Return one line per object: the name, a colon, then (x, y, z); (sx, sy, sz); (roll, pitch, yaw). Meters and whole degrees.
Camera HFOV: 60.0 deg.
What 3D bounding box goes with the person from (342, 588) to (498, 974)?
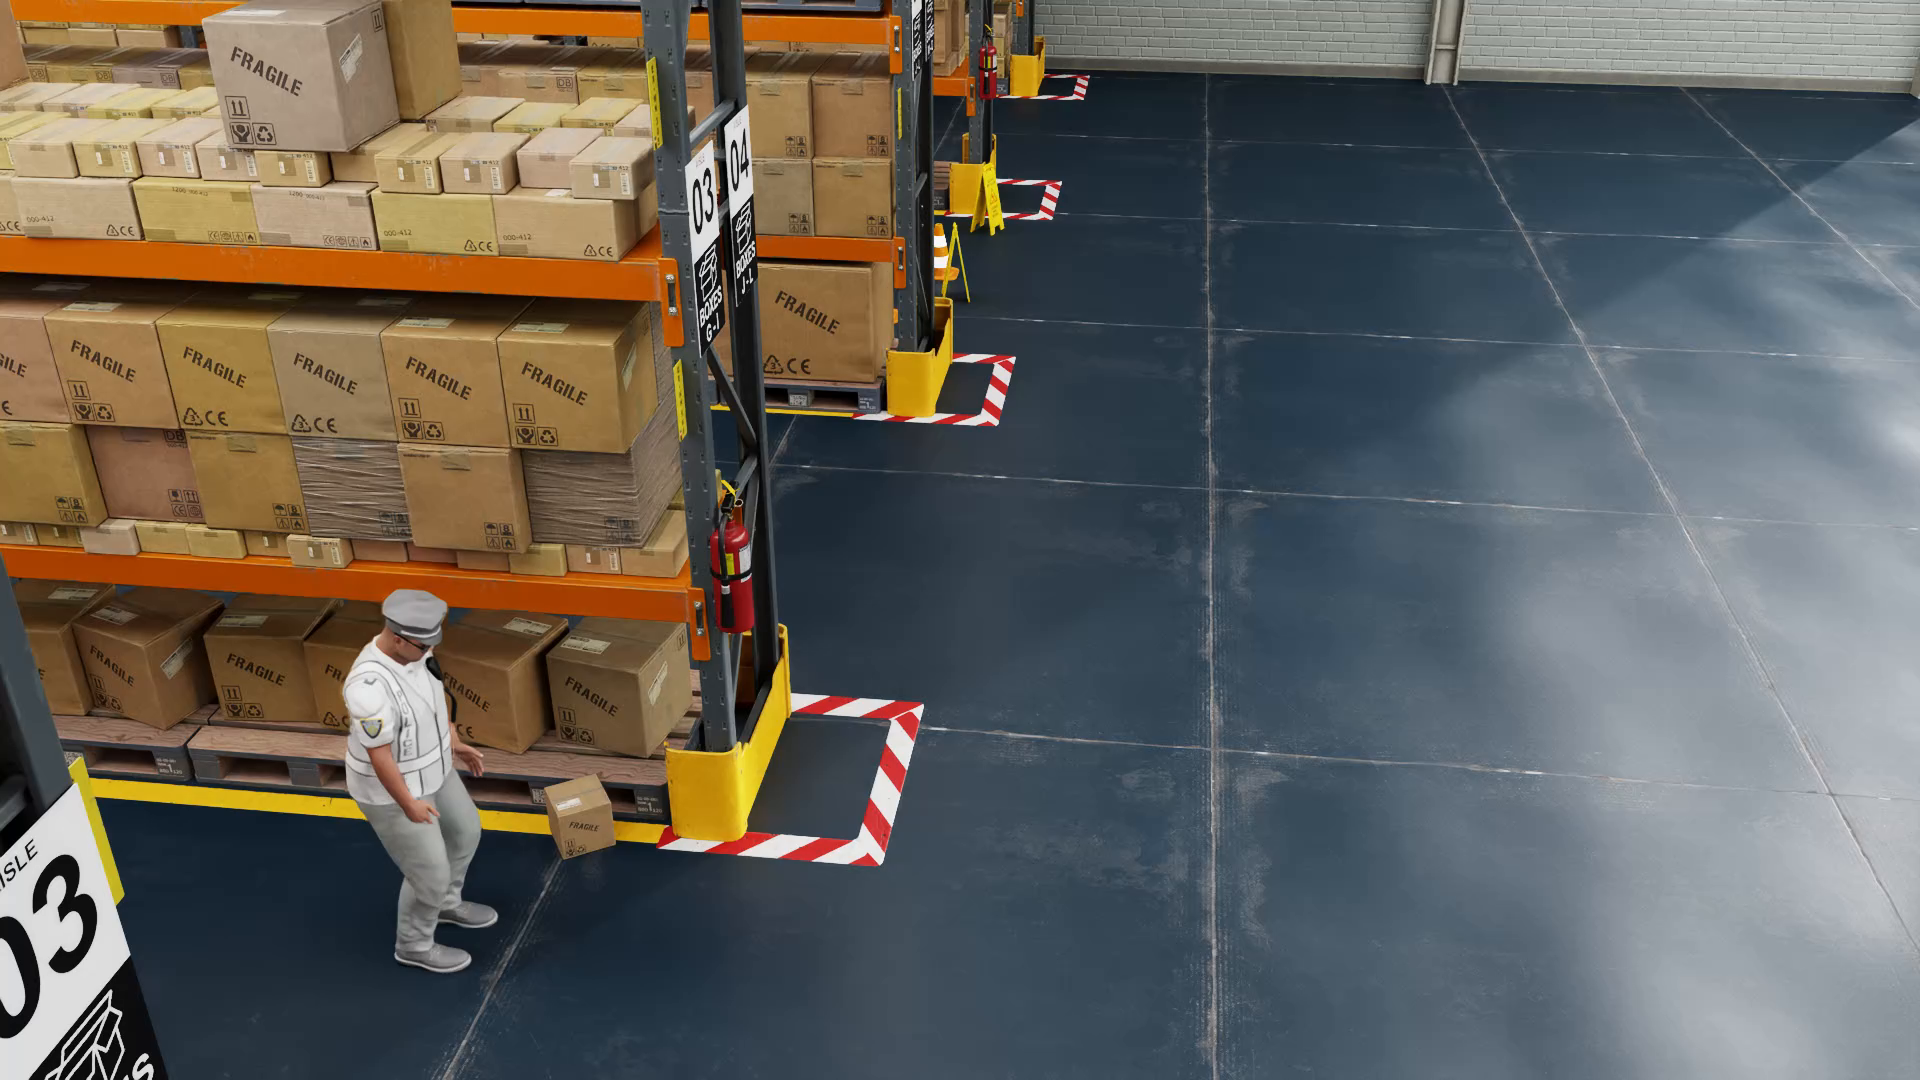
person: (-2.236, 0.975, 6.855); (0.475, 1.710, 0.553); (4, 28, 7)
